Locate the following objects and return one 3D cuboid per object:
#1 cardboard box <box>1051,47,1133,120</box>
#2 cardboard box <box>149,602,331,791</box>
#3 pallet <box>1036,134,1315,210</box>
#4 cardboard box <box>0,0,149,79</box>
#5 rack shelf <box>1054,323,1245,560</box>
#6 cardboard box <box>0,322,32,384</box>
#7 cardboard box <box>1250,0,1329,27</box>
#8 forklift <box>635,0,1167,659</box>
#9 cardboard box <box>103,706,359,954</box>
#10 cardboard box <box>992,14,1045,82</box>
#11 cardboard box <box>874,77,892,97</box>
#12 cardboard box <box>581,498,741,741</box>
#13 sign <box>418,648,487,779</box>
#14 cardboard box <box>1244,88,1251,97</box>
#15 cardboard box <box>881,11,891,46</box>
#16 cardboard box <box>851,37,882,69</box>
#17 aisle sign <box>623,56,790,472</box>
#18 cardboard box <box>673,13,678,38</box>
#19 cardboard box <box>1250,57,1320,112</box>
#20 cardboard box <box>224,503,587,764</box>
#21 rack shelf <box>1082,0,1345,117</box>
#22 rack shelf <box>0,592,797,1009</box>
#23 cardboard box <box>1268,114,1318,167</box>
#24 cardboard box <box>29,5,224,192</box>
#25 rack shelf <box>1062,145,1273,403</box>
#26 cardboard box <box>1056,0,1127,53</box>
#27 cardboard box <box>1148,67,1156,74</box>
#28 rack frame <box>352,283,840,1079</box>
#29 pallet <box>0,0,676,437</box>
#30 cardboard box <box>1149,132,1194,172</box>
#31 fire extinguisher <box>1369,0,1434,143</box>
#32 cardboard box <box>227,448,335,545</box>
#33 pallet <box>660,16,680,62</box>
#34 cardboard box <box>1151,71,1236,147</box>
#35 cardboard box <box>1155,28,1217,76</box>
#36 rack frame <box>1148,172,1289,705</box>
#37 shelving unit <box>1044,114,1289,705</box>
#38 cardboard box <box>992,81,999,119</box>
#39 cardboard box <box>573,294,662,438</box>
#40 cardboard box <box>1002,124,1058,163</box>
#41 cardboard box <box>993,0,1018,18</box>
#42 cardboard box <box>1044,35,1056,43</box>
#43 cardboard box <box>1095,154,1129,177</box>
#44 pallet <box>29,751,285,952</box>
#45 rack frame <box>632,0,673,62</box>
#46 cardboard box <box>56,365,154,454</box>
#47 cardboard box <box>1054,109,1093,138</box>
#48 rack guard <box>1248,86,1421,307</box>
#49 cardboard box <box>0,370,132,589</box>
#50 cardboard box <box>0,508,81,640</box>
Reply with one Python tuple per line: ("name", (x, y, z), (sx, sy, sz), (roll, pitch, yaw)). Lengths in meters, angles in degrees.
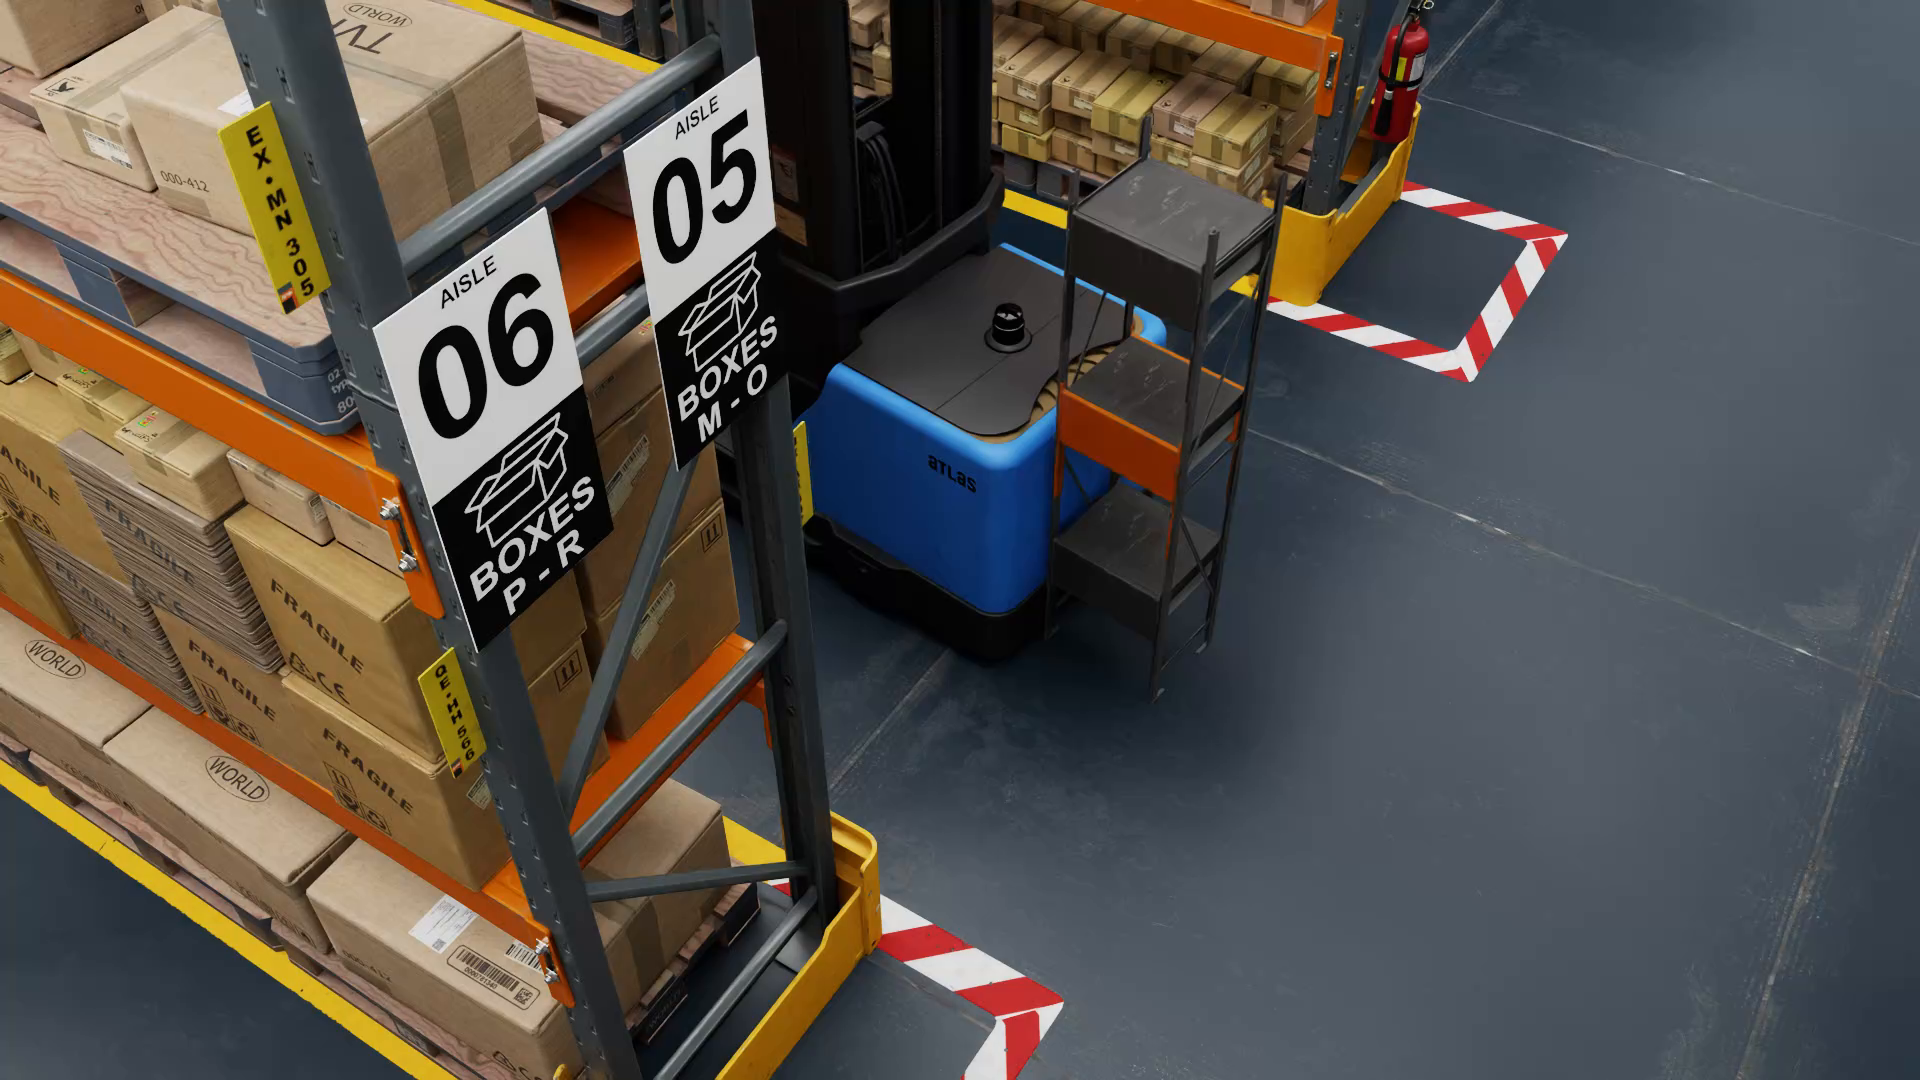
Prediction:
("cardboard box", (0.643, -2.220, 8.096), (0.250, 0.149, 0.380), (23, 50, 21))
("cardboard box", (-1.674, 0.249, 4.347), (0.500, 0.500, 0.500), (24, 50, 21))
("pallet", (1.147, -1.907, 8.456), (1.213, 0.211, 1.003), (25, 51, 22))
("cardboard box", (-1.944, -1.291, 3.521), (0.500, 0.311, 0.500), (26, 51, 23))
("rack shelf", (0.642, -0.336, 5.632), (0.480, 0.518, 0.431), (31, 53, 26))
("cardboard box", (-2.225, -0.575, 3.998), (0.250, 0.149, 0.380), (26, 51, 23))
("cardboard box", (1.449, -2.382, 7.148), (0.250, 0.149, 0.380), (25, 51, 22))
("forklift", (-0.689, -1.477, 6.141), (3.031, 2.935, 1.130), (31, 53, 26))
("cardboard box", (-2.096, 0.716, 5.456), (0.875, 0.438, 0.875), (26, 51, 23))
("cardboard box", (0.225, -2.459, 8.328), (0.250, 0.149, 0.380), (23, 50, 21))
("cardboard box", (-0.244, -2.402, 8.688), (0.250, 0.149, 0.380), (23, 50, 21))
("cardboard box", (-0.960, 0.120, 4.472), (0.500, 0.500, 0.500), (24, 51, 22))
("sign", (-1.016, 0.350, 3.346), (0.005, 0.325, 0.100), (25, 51, 22))
("cardboard box", (1.374, -2.268, 8.350), (0.250, 0.149, 0.380), (24, 51, 22))
("cardboard box", (-0.198, -2.663, 8.526), (0.250, 0.149, 0.380), (23, 50, 21))
("cardboard box", (-0.428, -2.642, 8.713), (0.250, 0.149, 0.380), (27, 52, 24))
("aisle sign", (-0.494, -0.539, 3.370), (0.004, 0.787, 0.394), (25, 51, 22))
("cardboard box", (-1.358, -2.880, 9.152), (0.250, 0.149, 0.380), (23, 50, 20))
("cardboard box", (1.618, -2.282, 8.156), (0.250, 0.149, 0.380), (23, 50, 20))
("cardboard box", (-1.246, 0.088, 3.806), (0.500, 0.500, 0.500), (26, 51, 23))
("rack shelf", (0.193, -3.037, 8.111), (4.000, 0.370, 1.077), (25, 51, 22))
("rack shelf", (-2.395, -0.010, 5.170), (4.000, 0.370, 1.077), (25, 51, 22))
("cardboard box", (1.608, -2.062, 8.358), (0.250, 0.149, 0.380), (26, 51, 23))
("cardboard box", (-1.535, -0.859, 3.214), (0.250, 0.149, 0.380), (21, 49, 19))
("rack shelf", (0.642, -0.824, 5.130), (0.480, 0.518, 0.431), (31, 53, 26))
("cardboard box", (0.697, -2.650, 8.514), (0.250, 0.149, 0.380), (27, 51, 24))
("cardboard box", (0.962, -2.474, 8.550), (0.250, 0.149, 0.380), (26, 51, 23))
("rack frame", (-0.711, 0.514, 4.159), (0.127, 3.000, 1.000), (25, 51, 22))
("pallet", (-1.341, -0.782, 3.388), (1.213, 0.211, 1.003), (25, 51, 22))
("cardboard box", (1.087, -1.936, 8.027), (0.250, 0.149, 0.380), (24, 50, 21))
("fire extinguisher", (1.839, -1.980, 6.897), (0.183, 0.674, 0.296), (25, 51, 22))
("cardboard box", (-1.348, -0.197, 3.631), (0.250, 0.149, 0.380), (26, 51, 23))
("pallet", (-0.907, -2.852, 9.374), (1.213, 0.211, 1.003), (25, 51, 22))
("cardboard box", (1.113, -2.058, 7.938), (0.250, 0.149, 0.380), (26, 51, 23))
("cardboard box", (1.179, -2.491, 8.359), (0.250, 0.149, 0.380), (25, 51, 22))
("rack frame", (0.830, -0.234, 5.514), (0.015, 2.100, 0.400), (31, 53, 26))
("shelving unit", (0.642, -0.346, 5.622), (0.503, 2.100, 0.431), (31, 53, 26))
("cardboard box", (0.191, -2.305, 8.386), (0.250, 0.149, 0.380), (27, 52, 24))
("cardboard box", (-0.861, -0.400, 3.828), (0.250, 0.149, 0.380), (26, 51, 23))
("cardboard box", (0.410, -2.086, 8.380), (0.250, 0.149, 0.380), (23, 50, 20))
("cardboard box", (0.237, -2.819, 8.678), (0.250, 0.149, 0.380), (25, 51, 22))
("cardboard box", (0.437, -2.600, 8.672), (0.250, 0.149, 0.380), (27, 52, 24))
("cardboard box", (0.873, -1.937, 8.236), (0.250, 0.149, 0.380), (24, 51, 22))
("pallet", (-2.449, 0.750, 5.874), (1.213, 0.211, 1.003), (25, 51, 22))
("rack frame", (-1.491, -4.062, 8.606), (0.127, 3.000, 1.000), (25, 51, 22))
("cardboard box", (-1.801, -0.369, 3.798), (0.250, 0.149, 0.380), (26, 51, 23))
("cardboard box", (0.669, -2.168, 8.253), (0.250, 0.149, 0.380), (24, 51, 22))
("rack guard", (1.812, -1.672, 8.026), (0.348, 0.500, 1.175), (25, 51, 22))
("cardboard box", (-2.116, -0.290, 4.174), (0.500, 0.500, 0.500), (24, 51, 22))
("cardboard box", (-2.554, -0.137, 4.722), (0.500, 0.500, 0.500), (26, 51, 23))
